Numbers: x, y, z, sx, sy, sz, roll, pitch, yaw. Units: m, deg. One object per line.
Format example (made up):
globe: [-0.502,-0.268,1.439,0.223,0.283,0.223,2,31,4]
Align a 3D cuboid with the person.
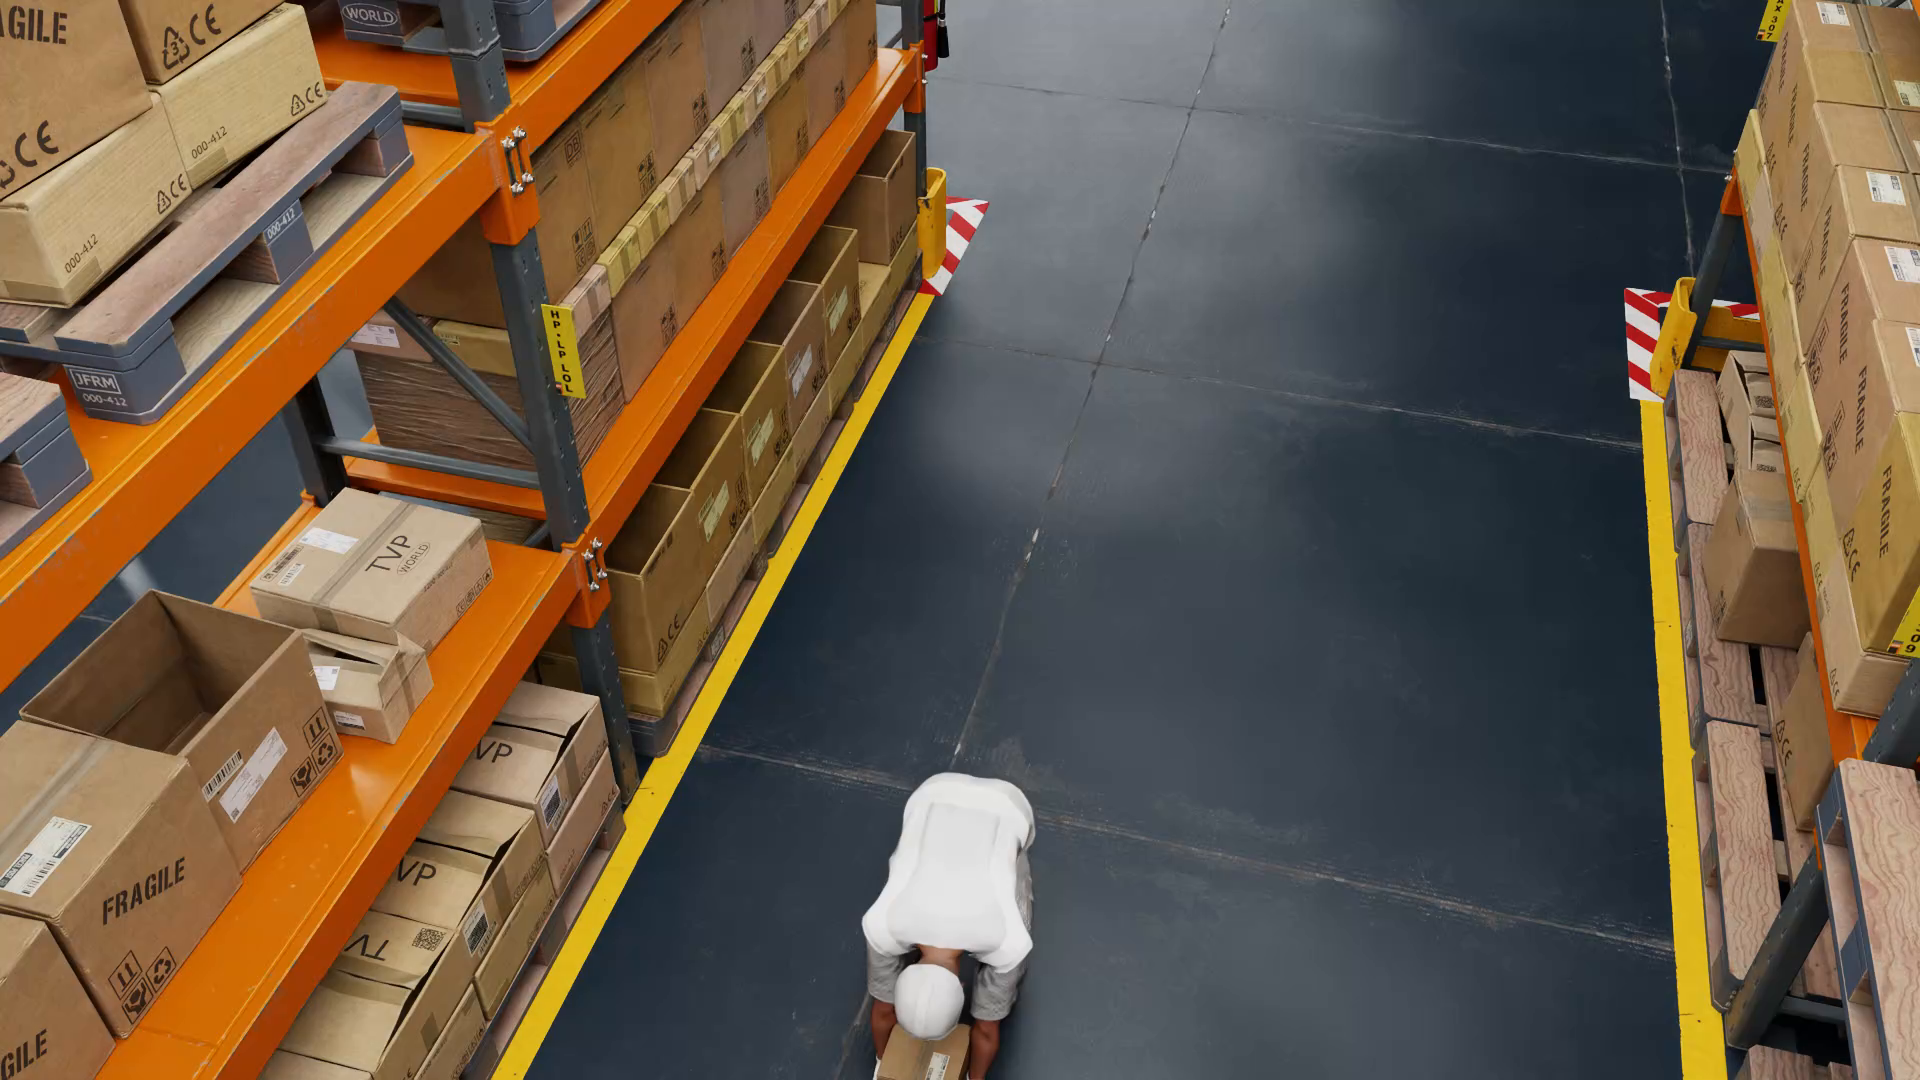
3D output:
person: [-0.016,1.304,5.376,0.545,0.845,0.992,9,41,10]
